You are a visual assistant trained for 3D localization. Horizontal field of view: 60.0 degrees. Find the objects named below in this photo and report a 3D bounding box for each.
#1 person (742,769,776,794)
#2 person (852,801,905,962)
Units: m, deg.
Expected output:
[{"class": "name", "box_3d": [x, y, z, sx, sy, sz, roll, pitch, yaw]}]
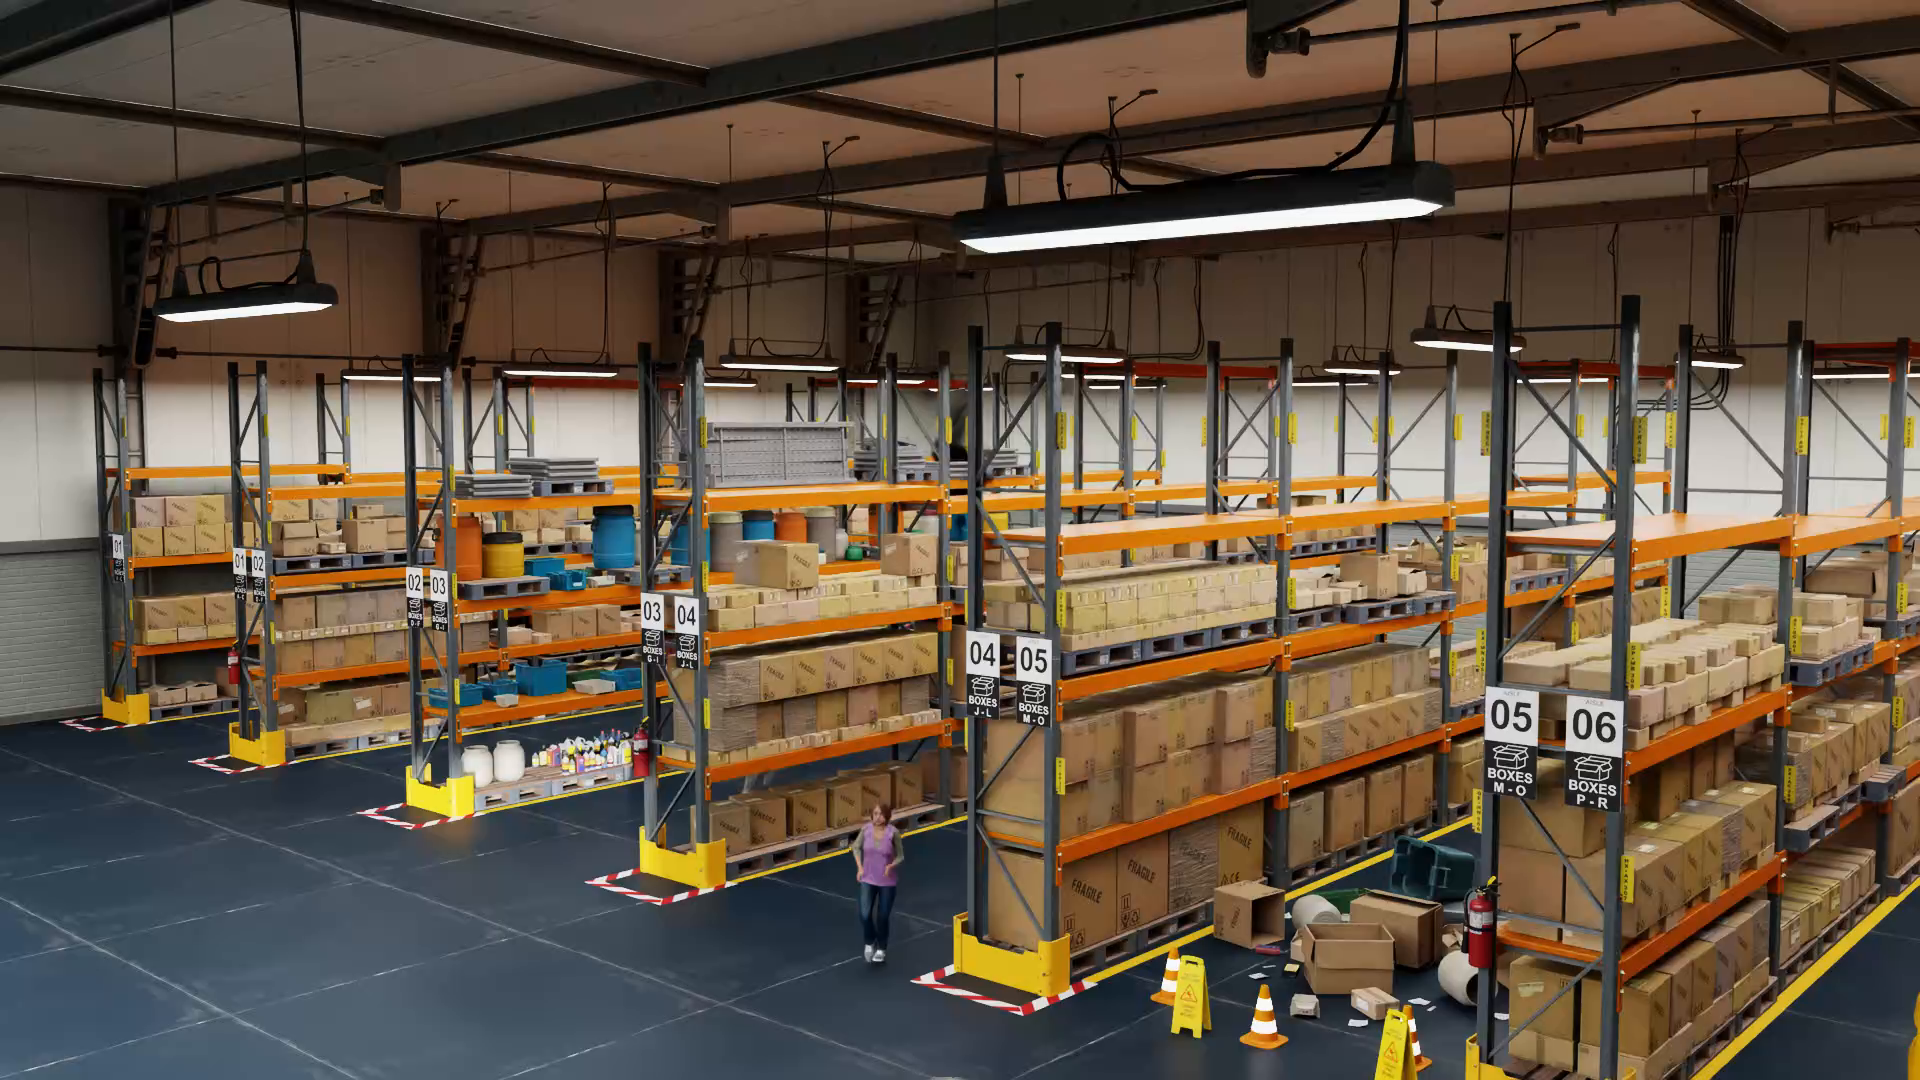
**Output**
[{"class": "person", "box_3d": [-2.727, 2.657, 22.419, 0.727, 1.750, 0.875, 2, 5, 27]}, {"class": "person", "box_3d": [-0.778, 3.223, 15.592, 0.513, 1.559, 0.601, 0, 4, 3]}]
